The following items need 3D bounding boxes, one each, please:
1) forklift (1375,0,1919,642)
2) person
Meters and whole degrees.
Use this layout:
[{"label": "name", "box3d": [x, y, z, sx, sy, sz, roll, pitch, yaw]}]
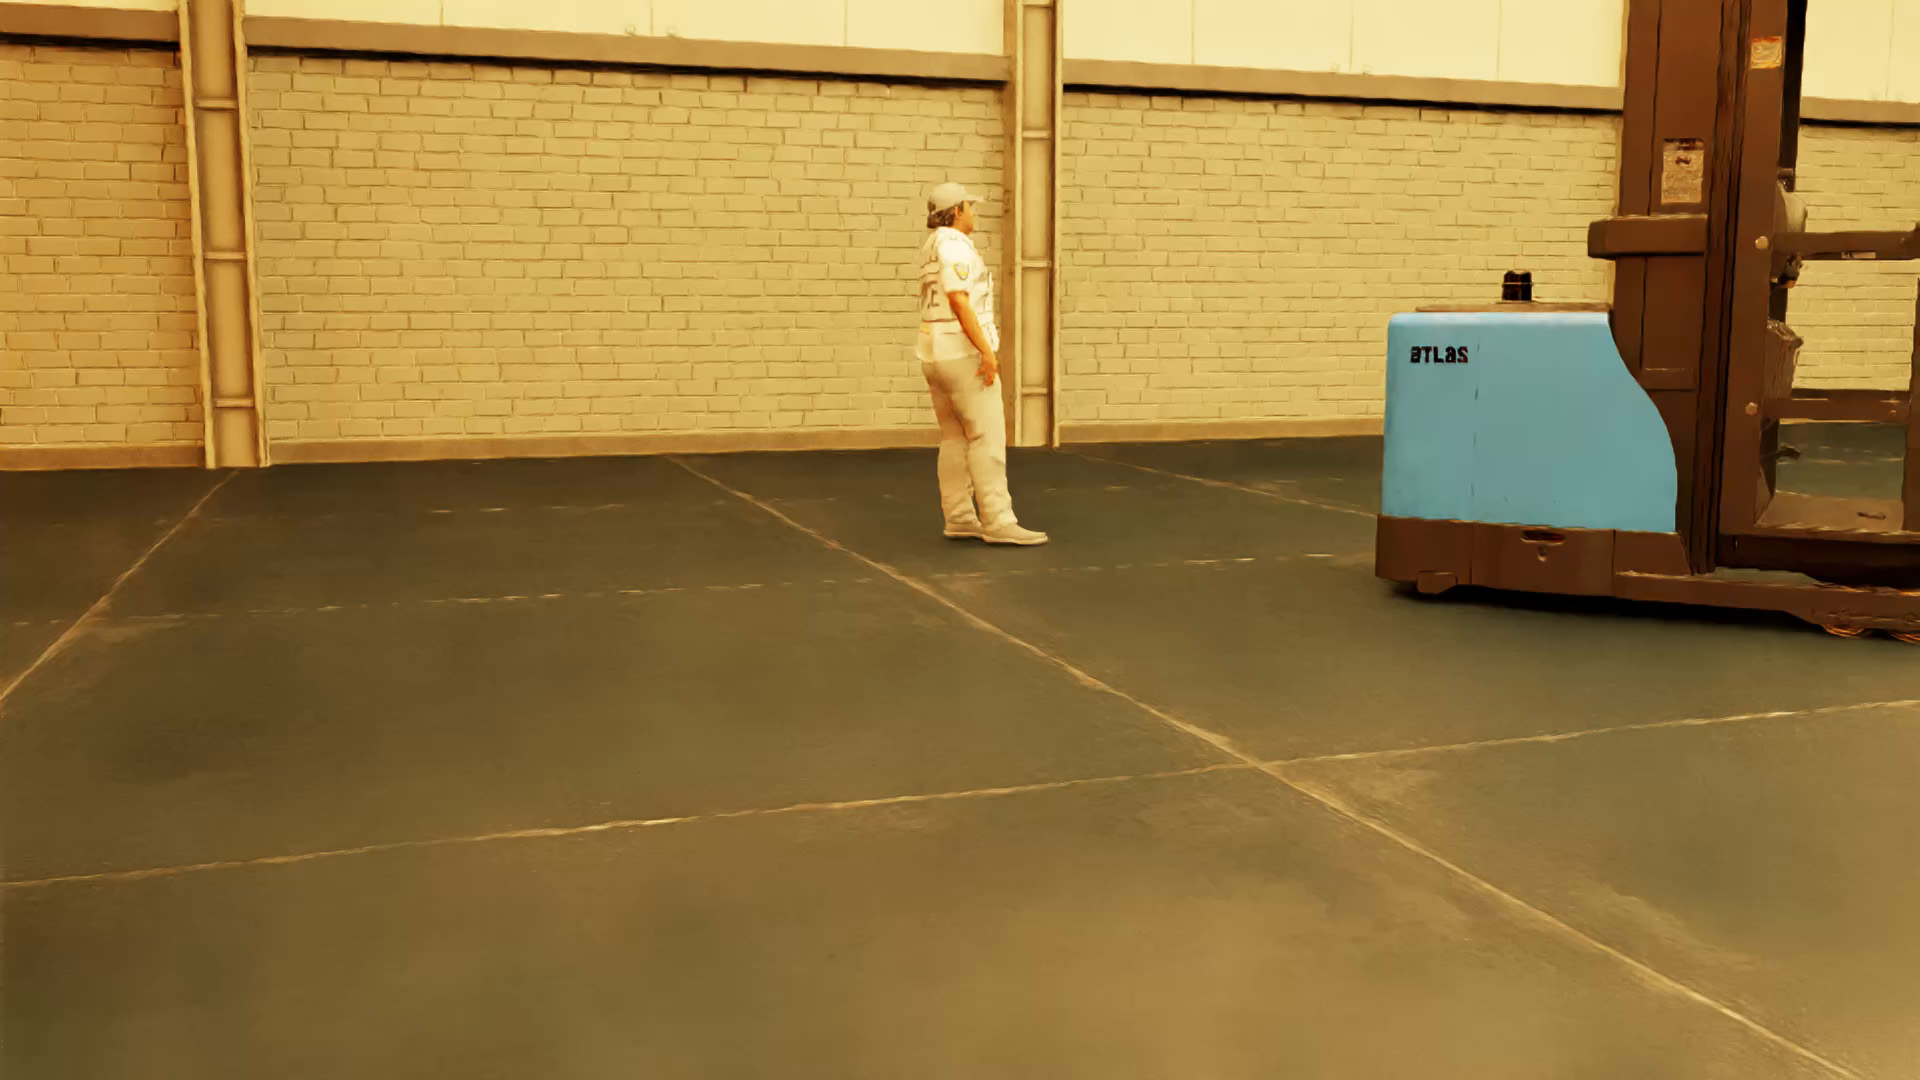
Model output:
[{"label": "forklift", "box3d": [3.133, -1.199, 5.863, 3.031, 2.935, 1.130, 4, 9, 29]}, {"label": "person", "box3d": [0.080, -0.833, 7.813, 0.529, 1.669, 0.598, -3, 8, -18]}]
